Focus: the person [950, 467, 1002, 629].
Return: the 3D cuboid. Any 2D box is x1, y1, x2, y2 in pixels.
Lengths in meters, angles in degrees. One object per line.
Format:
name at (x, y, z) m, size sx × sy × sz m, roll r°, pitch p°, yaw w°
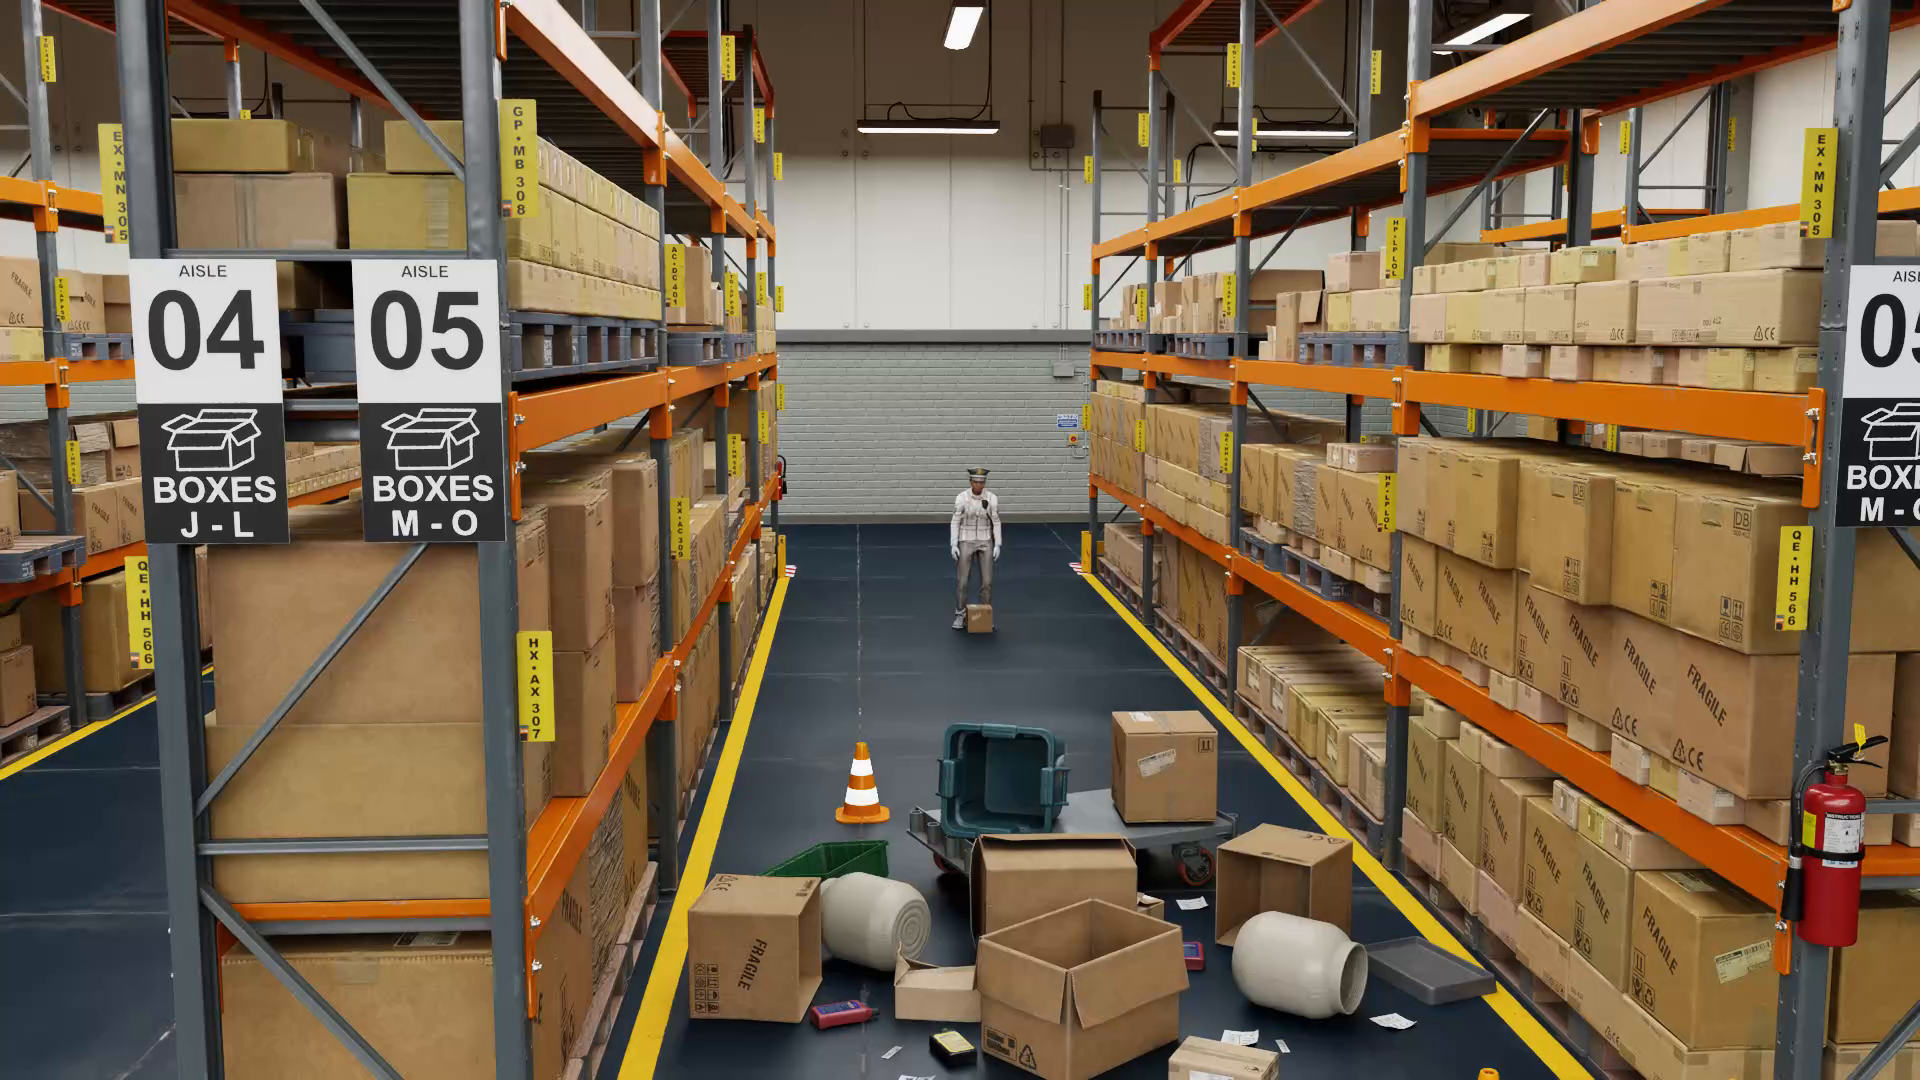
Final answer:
person at (0.165, 0.073, 17.141) m, size 0.530 × 1.663 × 0.372 m, roll 0°, pitch 7°, yaw -3°
